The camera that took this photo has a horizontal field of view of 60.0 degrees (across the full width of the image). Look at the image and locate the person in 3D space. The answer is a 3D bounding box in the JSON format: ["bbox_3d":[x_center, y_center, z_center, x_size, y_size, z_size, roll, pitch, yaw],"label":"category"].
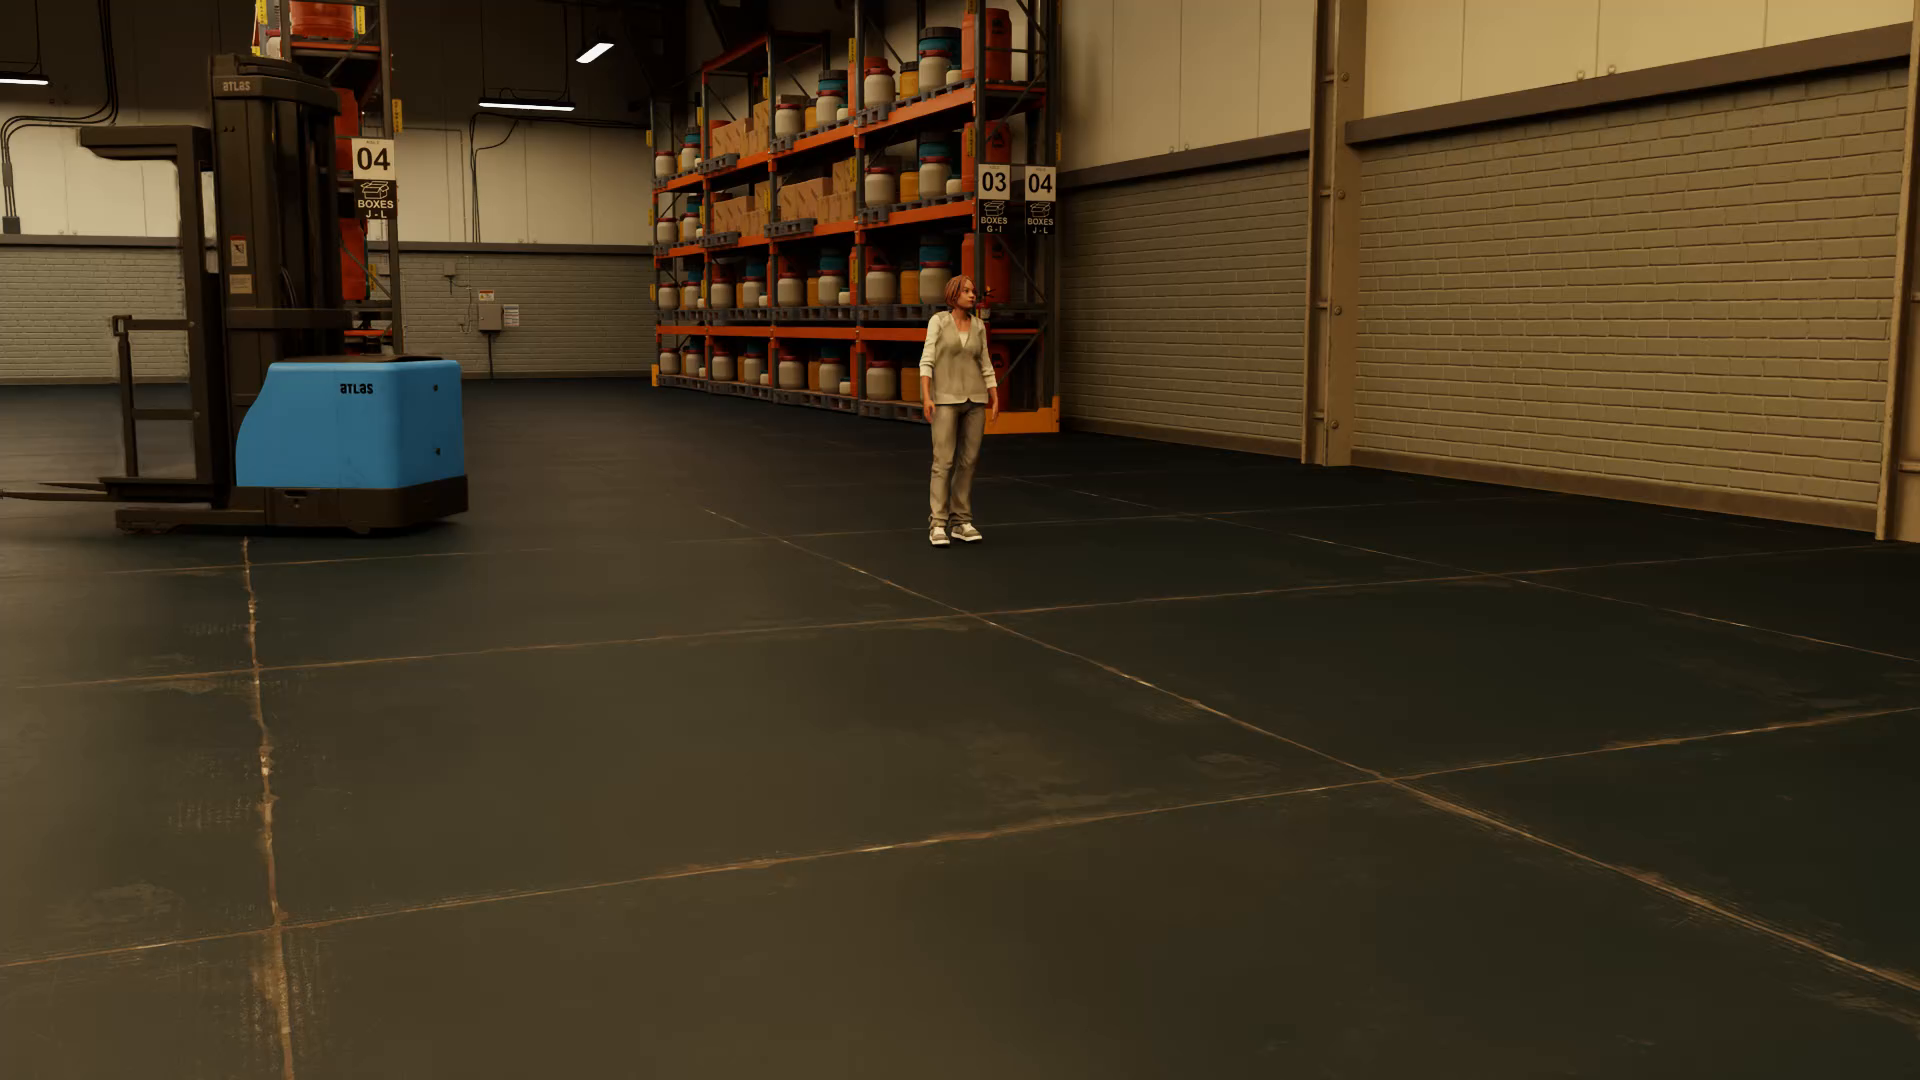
[{"bbox_3d":[0.016,-0.790,9.976,0.520,1.597,0.475,-3,8,-23],"label":"person"}]

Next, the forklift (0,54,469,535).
[{"bbox_3d":[-4.843,-1.552,10.714,3.031,2.935,1.130,1,8,9],"label":"forklift"}]
